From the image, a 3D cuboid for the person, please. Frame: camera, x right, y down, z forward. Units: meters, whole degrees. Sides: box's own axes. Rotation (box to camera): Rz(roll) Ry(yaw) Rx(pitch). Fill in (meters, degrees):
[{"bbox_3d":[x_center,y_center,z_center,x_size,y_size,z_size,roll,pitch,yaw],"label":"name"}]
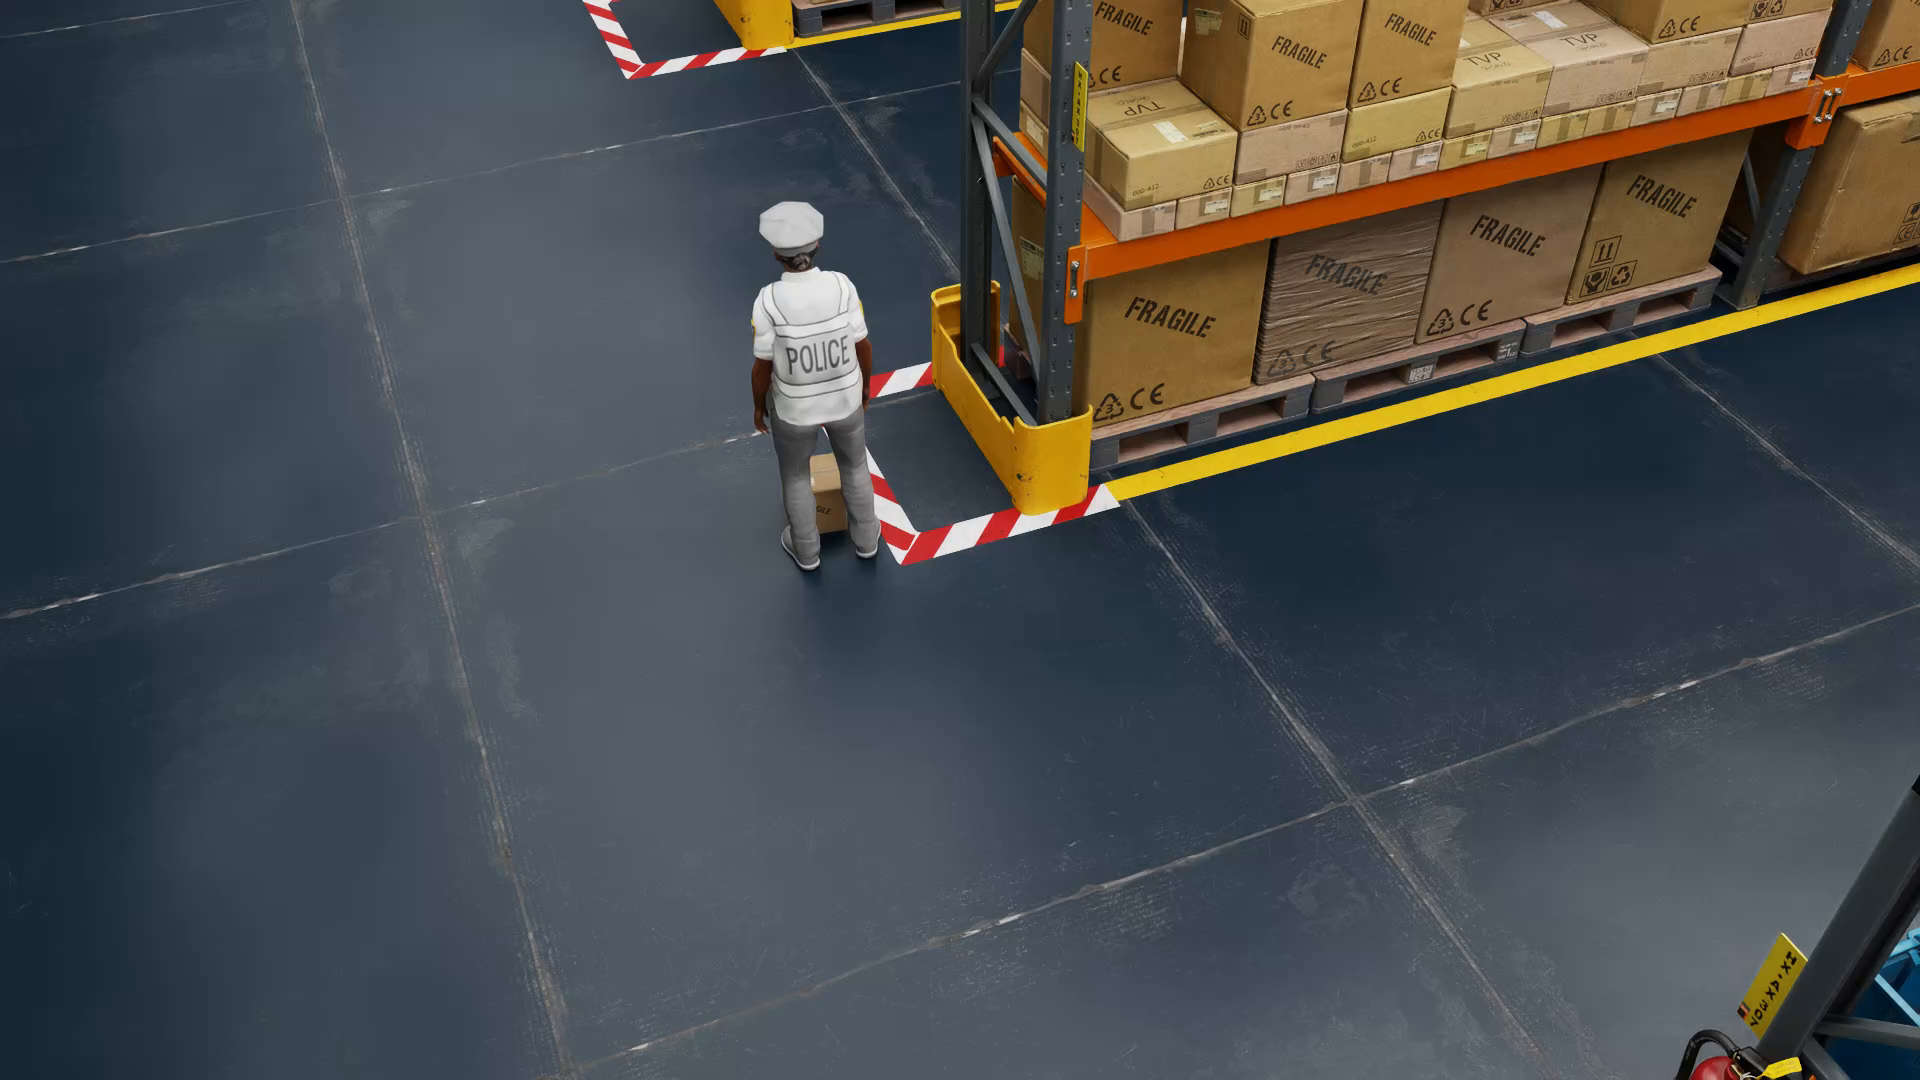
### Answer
[{"bbox_3d":[-0.585,-0.575,6.796,0.530,1.663,0.391,-12,43,-13],"label":"person"}]
